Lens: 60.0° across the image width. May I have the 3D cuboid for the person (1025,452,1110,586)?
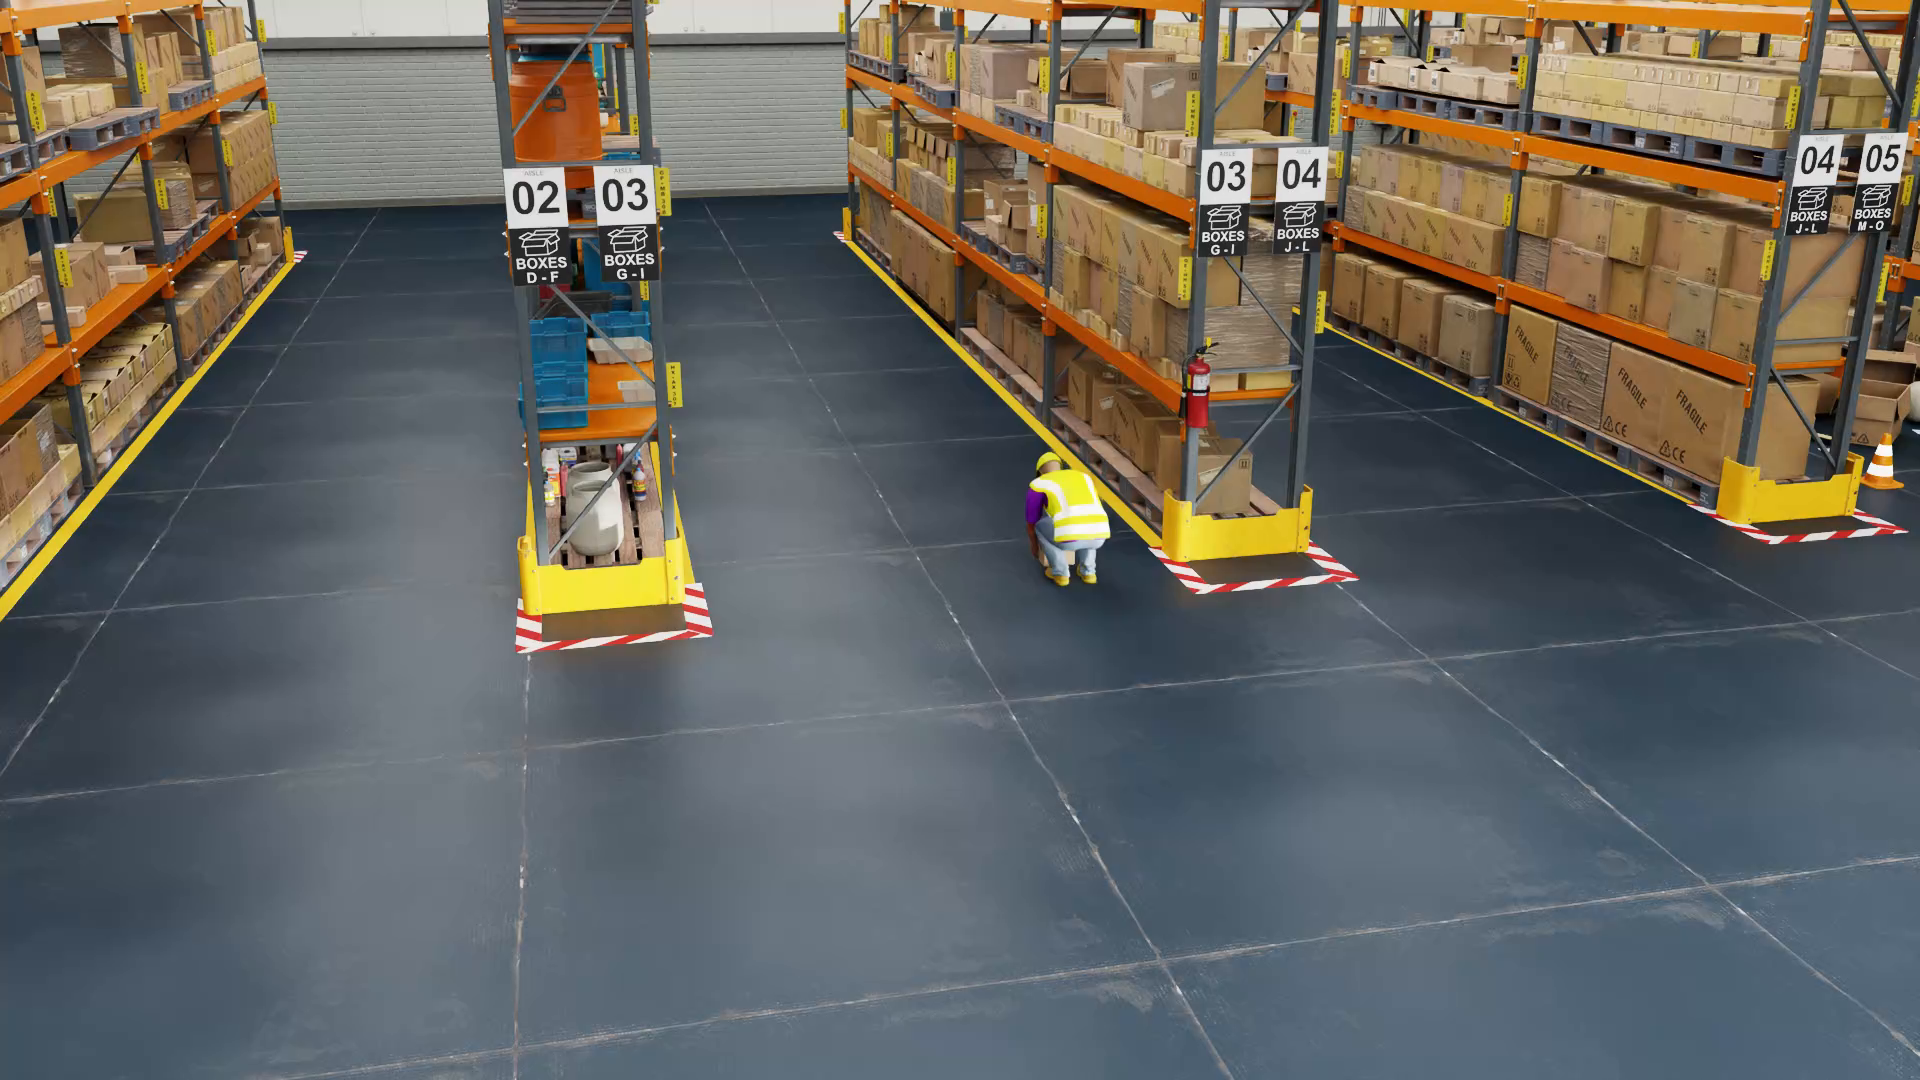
[{"bbox_3d":[0.799,-0.150,12.774,0.560,0.896,0.893,-4,20,-12],"label":"person"}]
